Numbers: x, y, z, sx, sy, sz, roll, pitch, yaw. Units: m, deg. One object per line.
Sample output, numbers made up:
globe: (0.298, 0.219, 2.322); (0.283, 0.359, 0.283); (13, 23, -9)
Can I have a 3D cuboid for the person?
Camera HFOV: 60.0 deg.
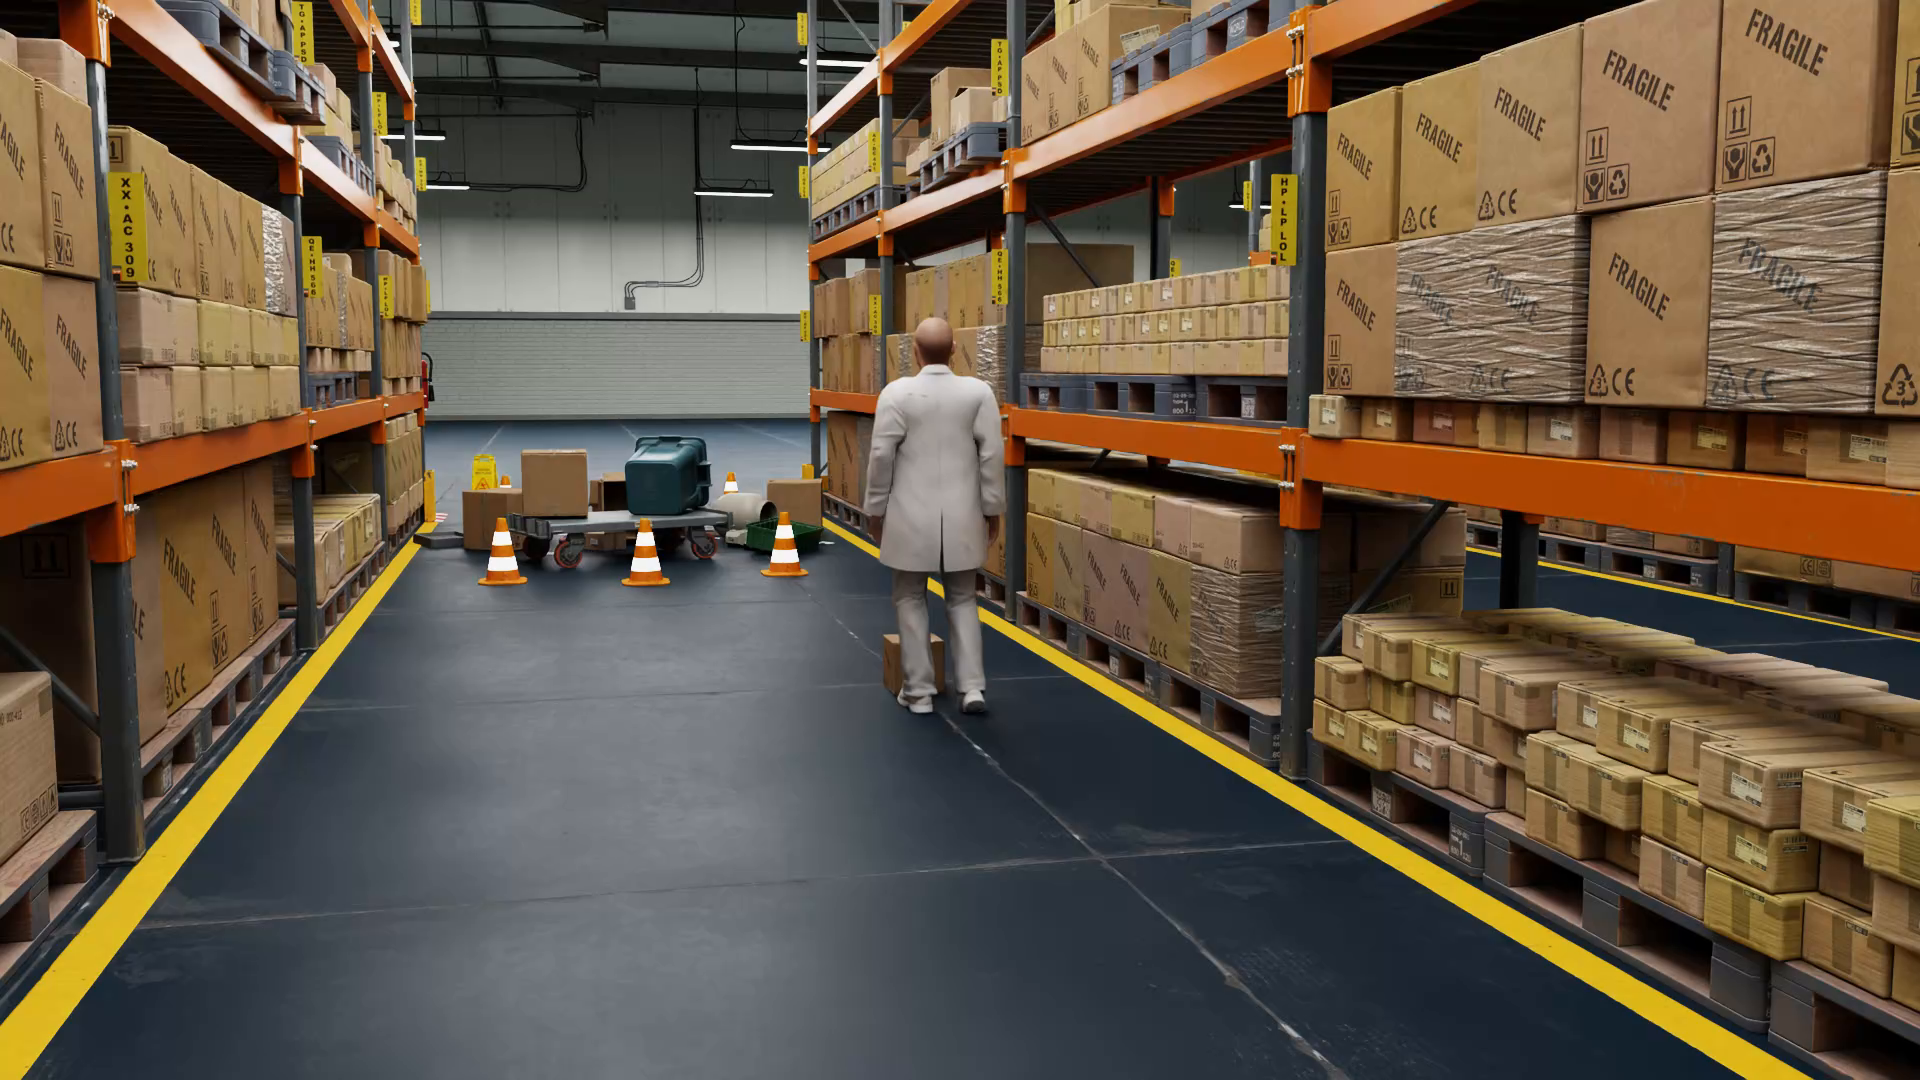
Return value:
person: (-0.111, -0.057, 7.476); (0.639, 1.867, 0.465); (-1, 6, -12)
